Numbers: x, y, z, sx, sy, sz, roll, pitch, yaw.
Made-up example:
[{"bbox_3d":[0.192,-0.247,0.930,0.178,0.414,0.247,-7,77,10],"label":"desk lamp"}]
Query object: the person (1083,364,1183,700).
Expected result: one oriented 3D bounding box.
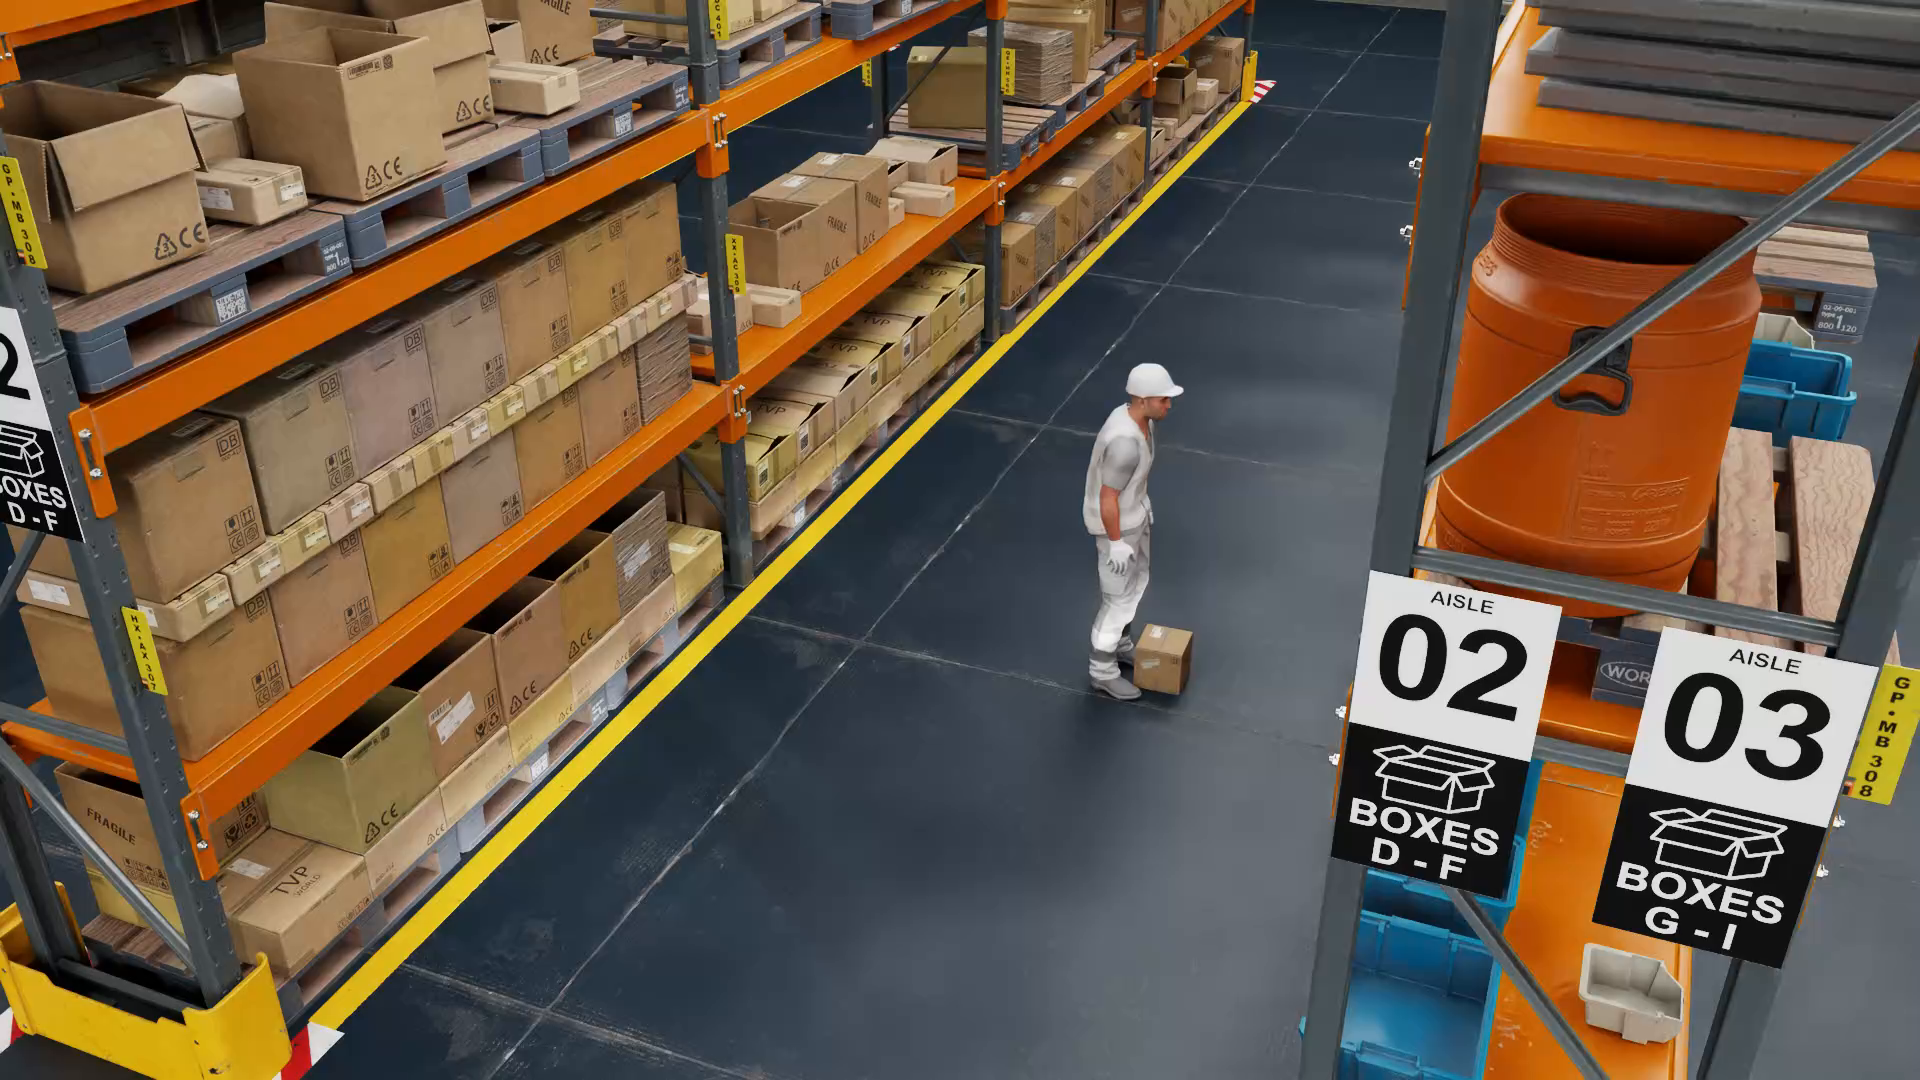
[{"bbox_3d":[0.865,-0.074,8.519,0.451,1.778,0.582,9,31,16],"label":"person"}]
